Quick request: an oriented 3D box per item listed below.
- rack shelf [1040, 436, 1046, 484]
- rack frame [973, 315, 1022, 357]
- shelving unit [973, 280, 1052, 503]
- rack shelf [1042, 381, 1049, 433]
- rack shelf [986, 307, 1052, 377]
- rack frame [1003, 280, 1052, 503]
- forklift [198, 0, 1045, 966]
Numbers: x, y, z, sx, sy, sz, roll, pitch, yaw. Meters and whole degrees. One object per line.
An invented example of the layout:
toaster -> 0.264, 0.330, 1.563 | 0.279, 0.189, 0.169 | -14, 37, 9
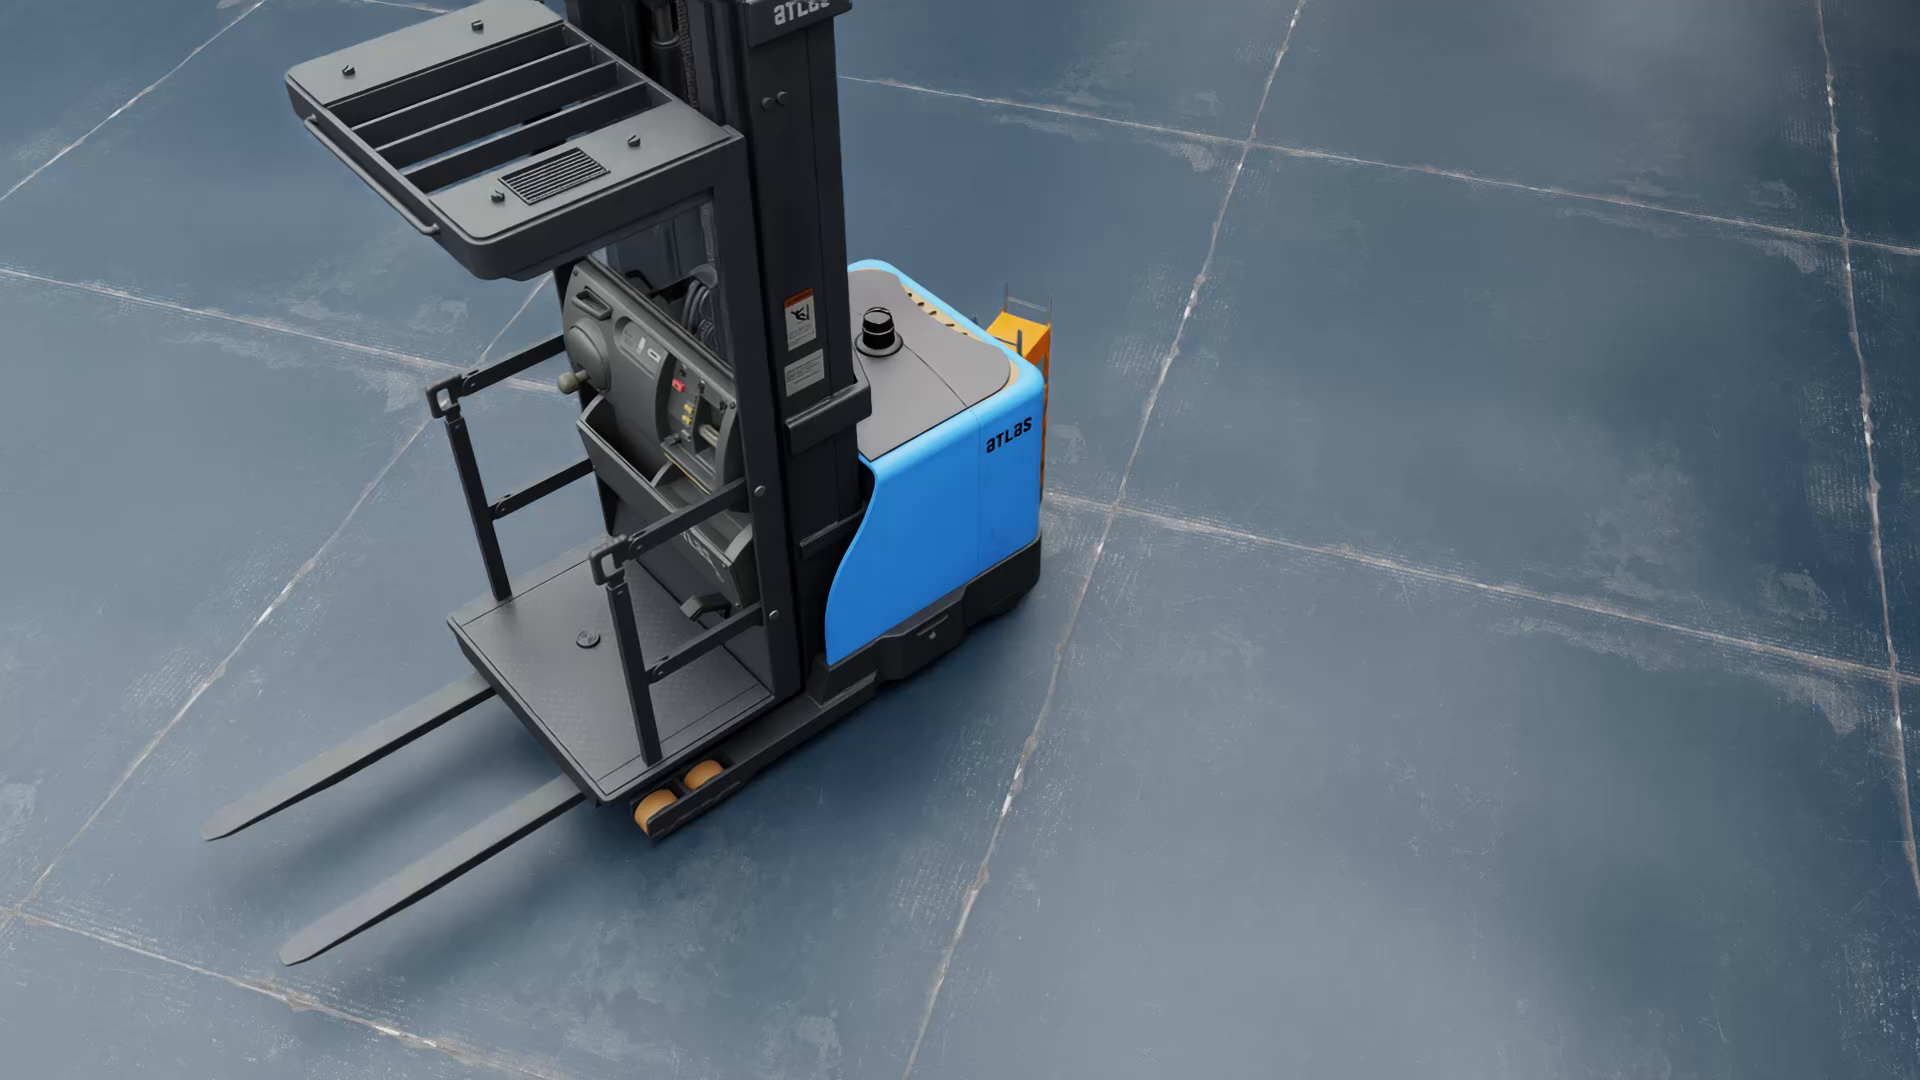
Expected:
rack shelf -> 0.195, -0.284, 6.702 | 0.215, 0.259, 0.240 | 21, 48, 20
rack frame -> 0.137, -0.415, 6.424 | 0.200, 1.050, 0.008 | 21, 48, 20
shelving unit -> 0.195, -0.490, 6.500 | 0.215, 1.050, 0.252 | 21, 48, 20
rack shelf -> 0.195, -0.483, 6.508 | 0.215, 0.259, 0.240 | 21, 48, 20
rack shelf -> 0.195, -0.686, 6.309 | 0.215, 0.259, 0.240 | 21, 48, 20
rack frame -> 0.253, -0.565, 6.577 | 0.200, 1.050, 0.008 | 21, 48, 20
forklift -> -1.135, -0.447, 5.111 | 3.031, 2.935, 1.130 | -31, 52, -28
